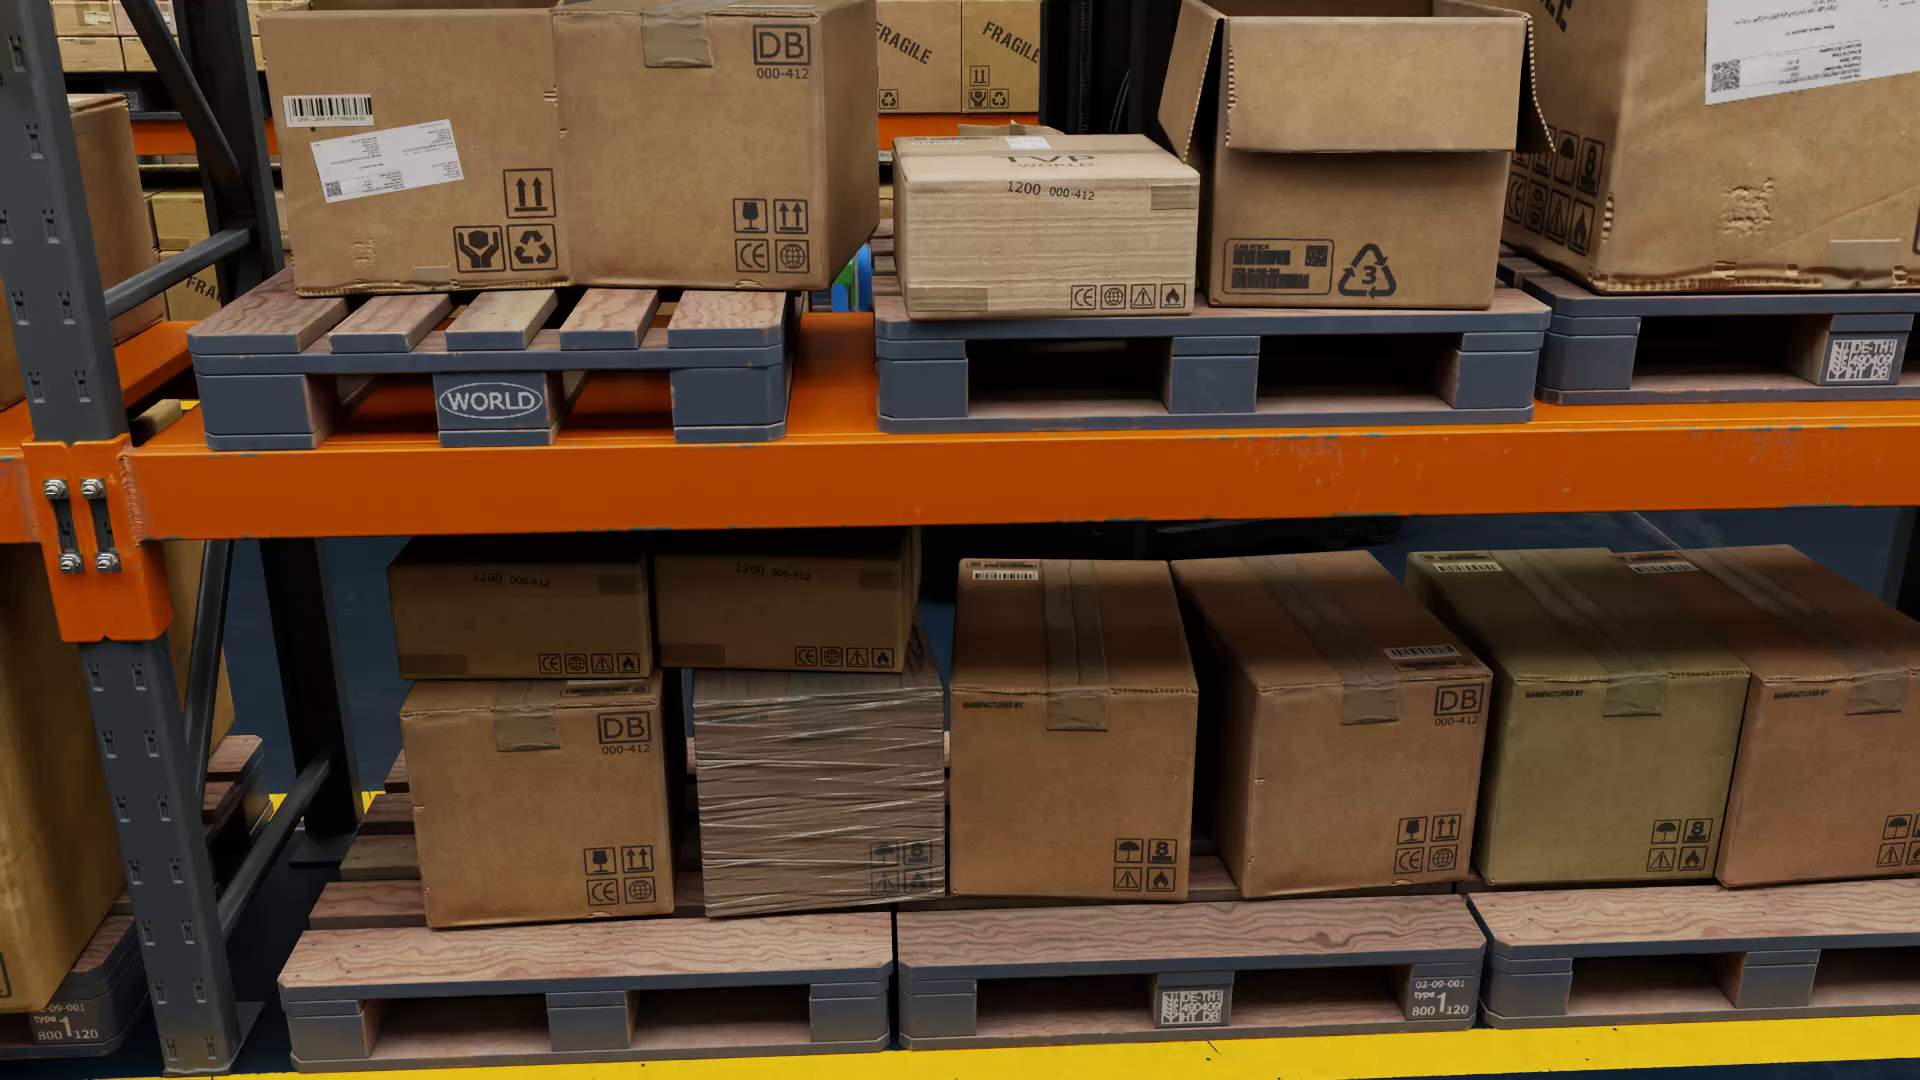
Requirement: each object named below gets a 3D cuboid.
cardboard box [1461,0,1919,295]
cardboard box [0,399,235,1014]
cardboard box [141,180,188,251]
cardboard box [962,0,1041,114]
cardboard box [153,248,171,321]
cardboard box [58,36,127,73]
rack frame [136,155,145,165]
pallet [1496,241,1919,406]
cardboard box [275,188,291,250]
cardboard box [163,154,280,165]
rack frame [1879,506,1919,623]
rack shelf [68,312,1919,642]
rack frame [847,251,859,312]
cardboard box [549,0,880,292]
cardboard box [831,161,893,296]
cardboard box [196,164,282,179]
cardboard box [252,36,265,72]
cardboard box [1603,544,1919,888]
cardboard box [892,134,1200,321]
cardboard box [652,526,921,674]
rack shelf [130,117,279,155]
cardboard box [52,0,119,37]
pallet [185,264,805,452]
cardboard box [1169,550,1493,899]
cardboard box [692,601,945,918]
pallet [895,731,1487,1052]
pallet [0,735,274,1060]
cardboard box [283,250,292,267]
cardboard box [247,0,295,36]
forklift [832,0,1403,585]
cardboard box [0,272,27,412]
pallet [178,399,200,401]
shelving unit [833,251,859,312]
[{"bbox_3d":[1.644,-1.101,3.364,1.000,1.000,1.000,-1,21,-3],"label":"cardboard box"},{"bbox_3d":[-2.239,0.294,3.530,0.875,0.875,1.225,-2,21,-6],"label":"cardboard box"},{"bbox_3d":[-3.930,-1.513,7.747,0.500,0.250,0.500,0,21,-1],"label":"cardboard box"},{"bbox_3d":[0.241,-2.264,7.712,0.500,0.500,0.500,-1,21,-4],"label":"cardboard box"},{"bbox_3d":[-3.921,-1.168,7.896,0.500,0.500,0.500,-1,21,-2],"label":"cardboard box"},{"bbox_3d":[-3.750,-2.148,7.311,0.250,0.149,0.380,-2,21,-6],"label":"cardboard box"},{"bbox_3d":[-6.108,-3.949,12.277,0.127,3.000,1.000,-1,21,-3],"label":"rack frame"},{"bbox_3d":[1.674,-0.538,3.587,1.213,0.211,1.003,-1,21,-3],"label":"pallet"},{"bbox_3d":[-2.902,-1.531,7.796,0.500,0.250,0.500,-1,21,-2],"label":"cardboard box"},{"bbox_3d":[-5.493,-3.193,12.688,0.875,0.875,0.875,-1,21,-1],"label":"cardboard box"},{"bbox_3d":[2.445,-0.591,3.458,0.127,3.000,1.000,-1,21,-3],"label":"rack frame"},{"bbox_3d":[0.448,-0.214,3.479,4.000,0.370,1.077,-1,21,-3],"label":"rack shelf"},{"bbox_3d":[-0.364,-0.501,5.751,0.015,1.200,0.240,-4,21,-9],"label":"rack frame"},{"bbox_3d":[-0.460,-0.825,3.341,0.500,0.500,0.700,2,21,5],"label":"cardboard box"},{"bbox_3d":[-0.245,-1.418,8.201,0.750,0.750,1.050,-1,21,-2],"label":"cardboard box"},{"bbox_3d":[-3.434,-1.708,8.262,0.500,0.250,0.500,-1,21,-3],"label":"cardboard box"},{"bbox_3d":[-2.951,-2.166,7.357,0.250,0.149,0.380,-1,21,-4],"label":"cardboard box"},{"bbox_3d":[1.831,0.376,3.811,0.500,0.500,0.700,-3,21,-7],"label":"cardboard box"},{"bbox_3d":[0.138,-0.588,3.071,0.500,0.250,0.500,-2,21,-5],"label":"cardboard box"},{"bbox_3d":[-0.352,0.064,3.579,0.500,0.250,0.500,1,21,3],"label":"cardboard box"},{"bbox_3d":[-3.727,-1.897,7.899,4.000,0.370,1.077,-1,21,-3],"label":"rack shelf"},{"bbox_3d":[-3.743,-2.288,7.258,0.250,0.149,0.380,-2,21,-4],"label":"cardboard box"},{"bbox_3d":[-0.843,-0.472,3.416,1.003,0.211,1.213,-1,21,-3],"label":"pallet"},{"bbox_3d":[0.795,0.391,3.773,0.500,0.500,0.700,-3,21,-8],"label":"cardboard box"},{"bbox_3d":[-0.328,0.416,3.707,0.500,0.500,0.700,-3,21,-8],"label":"cardboard box"},{"bbox_3d":[0.447,0.754,3.843,1.213,0.211,1.003,-1,21,-3],"label":"pallet"},{"bbox_3d":[-2.340,0.783,3.769,1.213,0.211,1.003,-1,21,-3],"label":"pallet"},{"bbox_3d":[-2.891,-1.186,7.944,0.500,0.500,0.500,0,21,-1],"label":"cardboard box"},{"bbox_3d":[-2.977,-2.303,7.298,0.250,0.149,0.380,-1,21,-3],"label":"cardboard box"},{"bbox_3d":[1.091,-1.506,5.957,3.031,2.935,1.130,-8,22,-19],"label":"forklift"},{"bbox_3d":[-2.027,-0.458,2.969,0.500,0.500,0.500,-1,21,-1],"label":"cardboard box"},{"bbox_3d":[-3.726,-0.932,8.271,1.213,0.211,1.003,-1,21,-3],"label":"pallet"},{"bbox_3d":[-0.604,-0.487,5.713,0.503,1.200,0.258,-4,21,-9],"label":"shelving unit"}]
